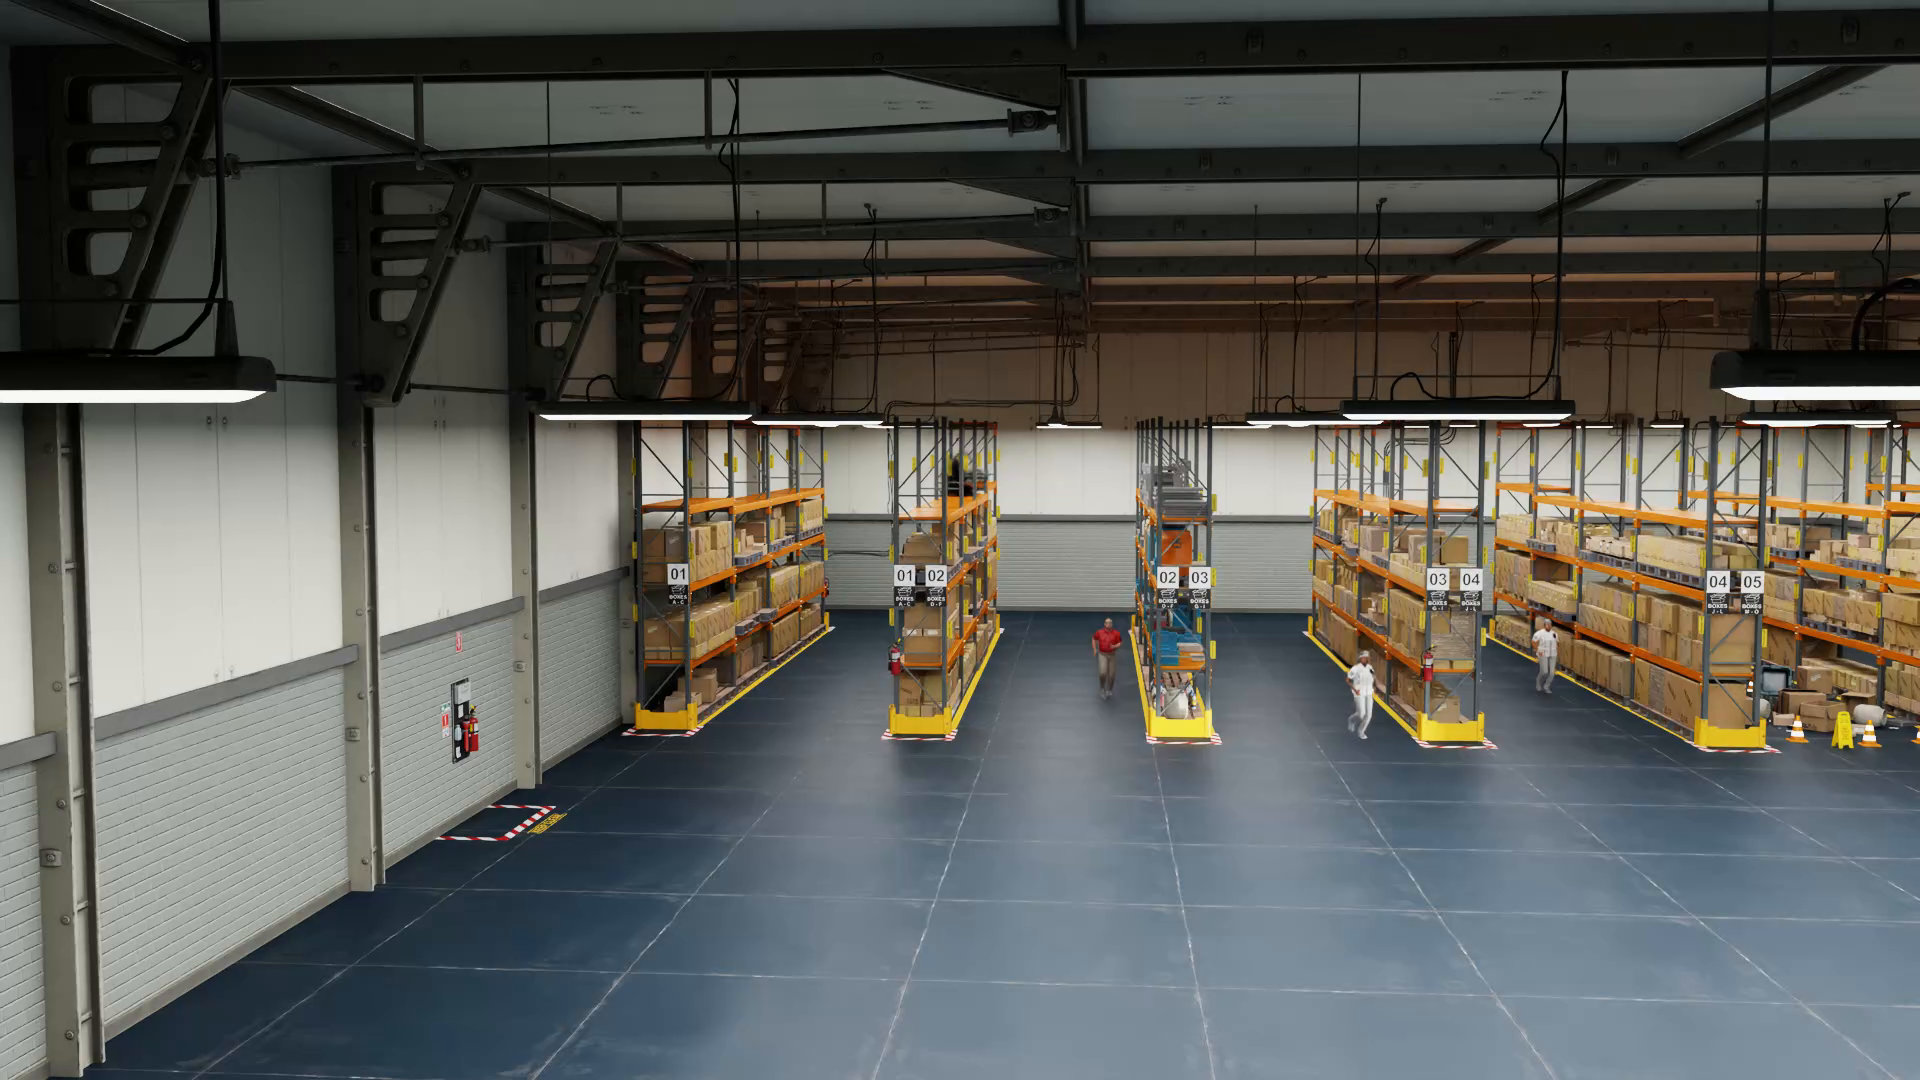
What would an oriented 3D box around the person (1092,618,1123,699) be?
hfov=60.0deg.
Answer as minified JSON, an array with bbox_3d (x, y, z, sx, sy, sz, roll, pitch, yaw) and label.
[{"bbox_3d":[3.163,2.548,35.613,0.636,1.747,0.713,0,4,-1],"label":"person"}]

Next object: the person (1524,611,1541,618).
[{"bbox_3d":[16.230,1.783,47.166,0.884,1.685,0.559,0,4,-2],"label":"person"}]

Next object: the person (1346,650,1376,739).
[{"bbox_3d":[7.526,2.872,31.064,0.602,1.650,0.530,-1,4,-19],"label":"person"}]

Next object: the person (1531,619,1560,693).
[{"bbox_3d":[12.824,2.544,36.280,0.589,1.610,0.550,0,4,-4],"label":"person"}]
